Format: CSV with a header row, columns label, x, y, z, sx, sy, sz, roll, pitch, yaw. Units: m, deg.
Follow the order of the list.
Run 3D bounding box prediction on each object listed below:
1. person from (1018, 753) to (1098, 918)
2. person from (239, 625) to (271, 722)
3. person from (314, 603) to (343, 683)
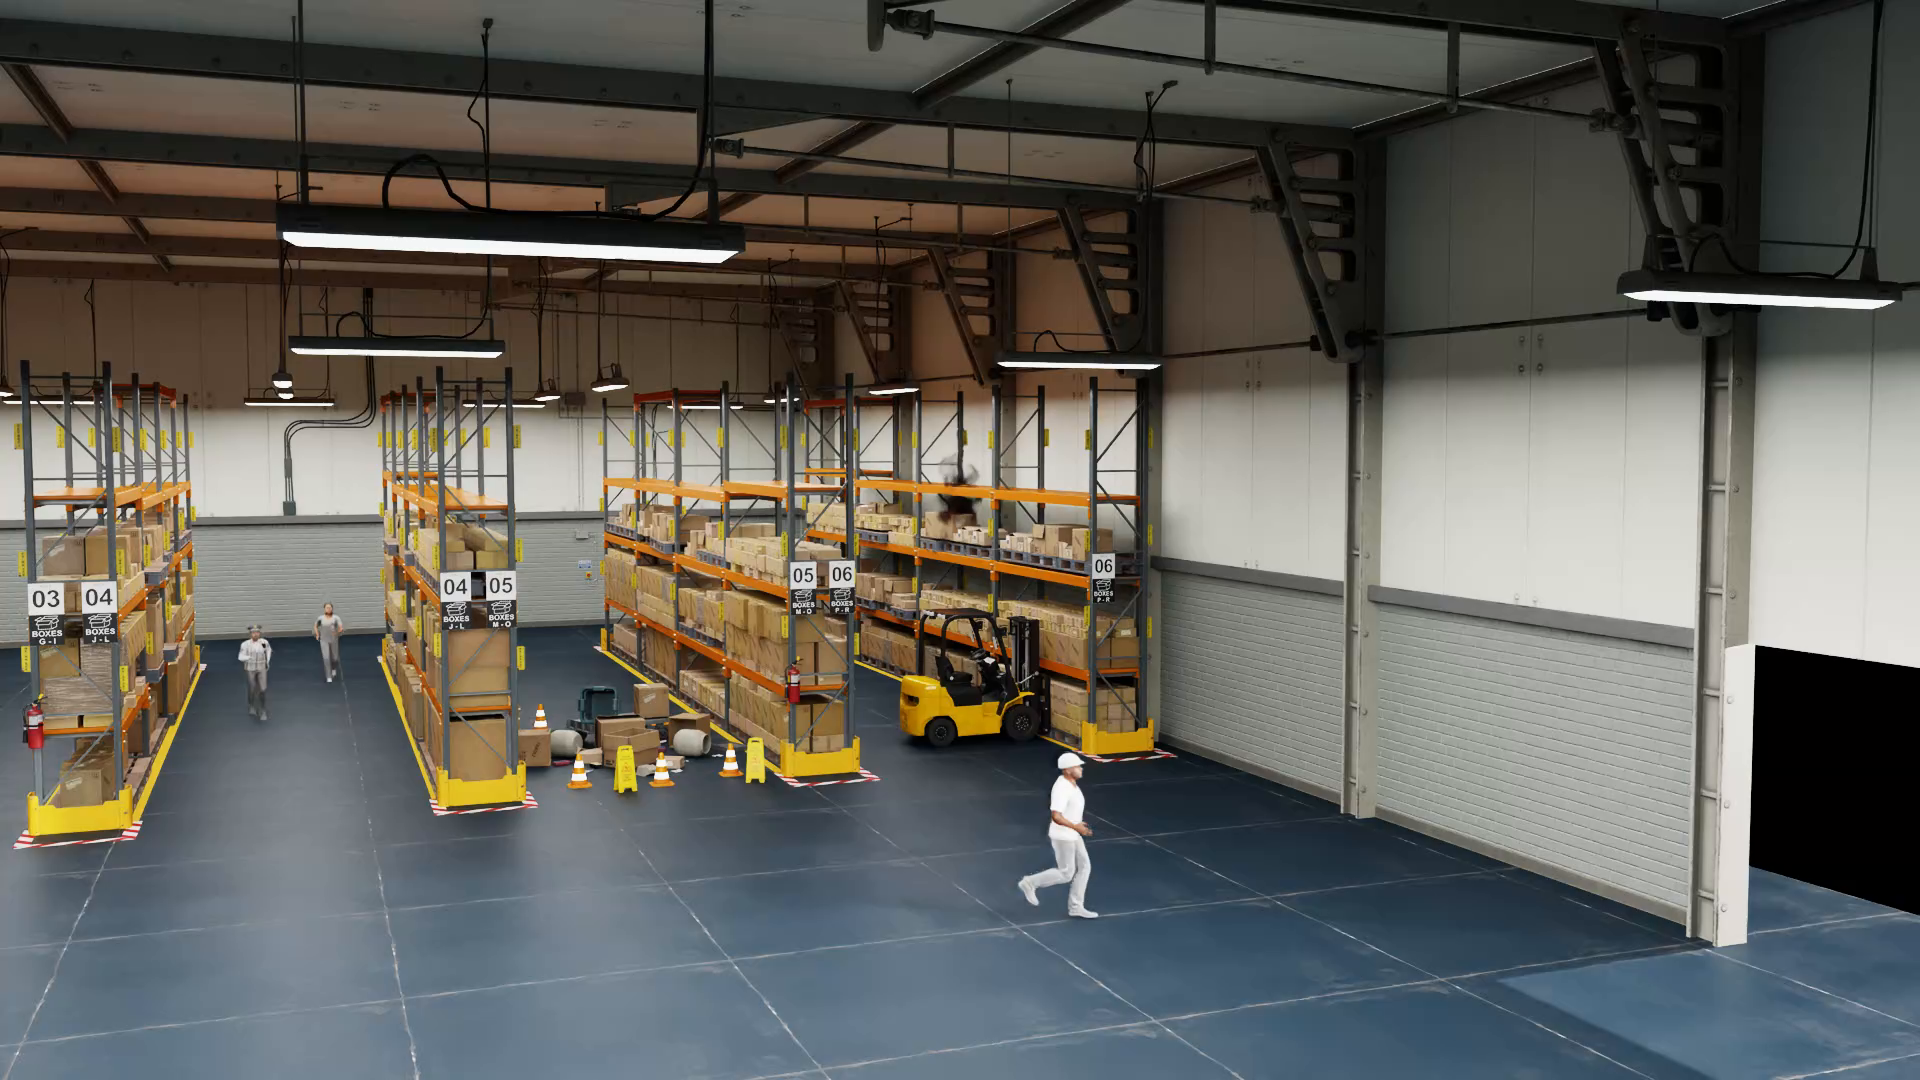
label,x,y,z,sx,sy,sz,roll,pitch,yaw
person,1.040,3.087,17.433,0.829,1.734,0.688,1,4,14
person,-12.620,2.367,29.793,0.557,1.737,0.816,-2,4,-26
person,-13.066,2.111,34.419,0.576,1.636,0.820,-1,4,-21
